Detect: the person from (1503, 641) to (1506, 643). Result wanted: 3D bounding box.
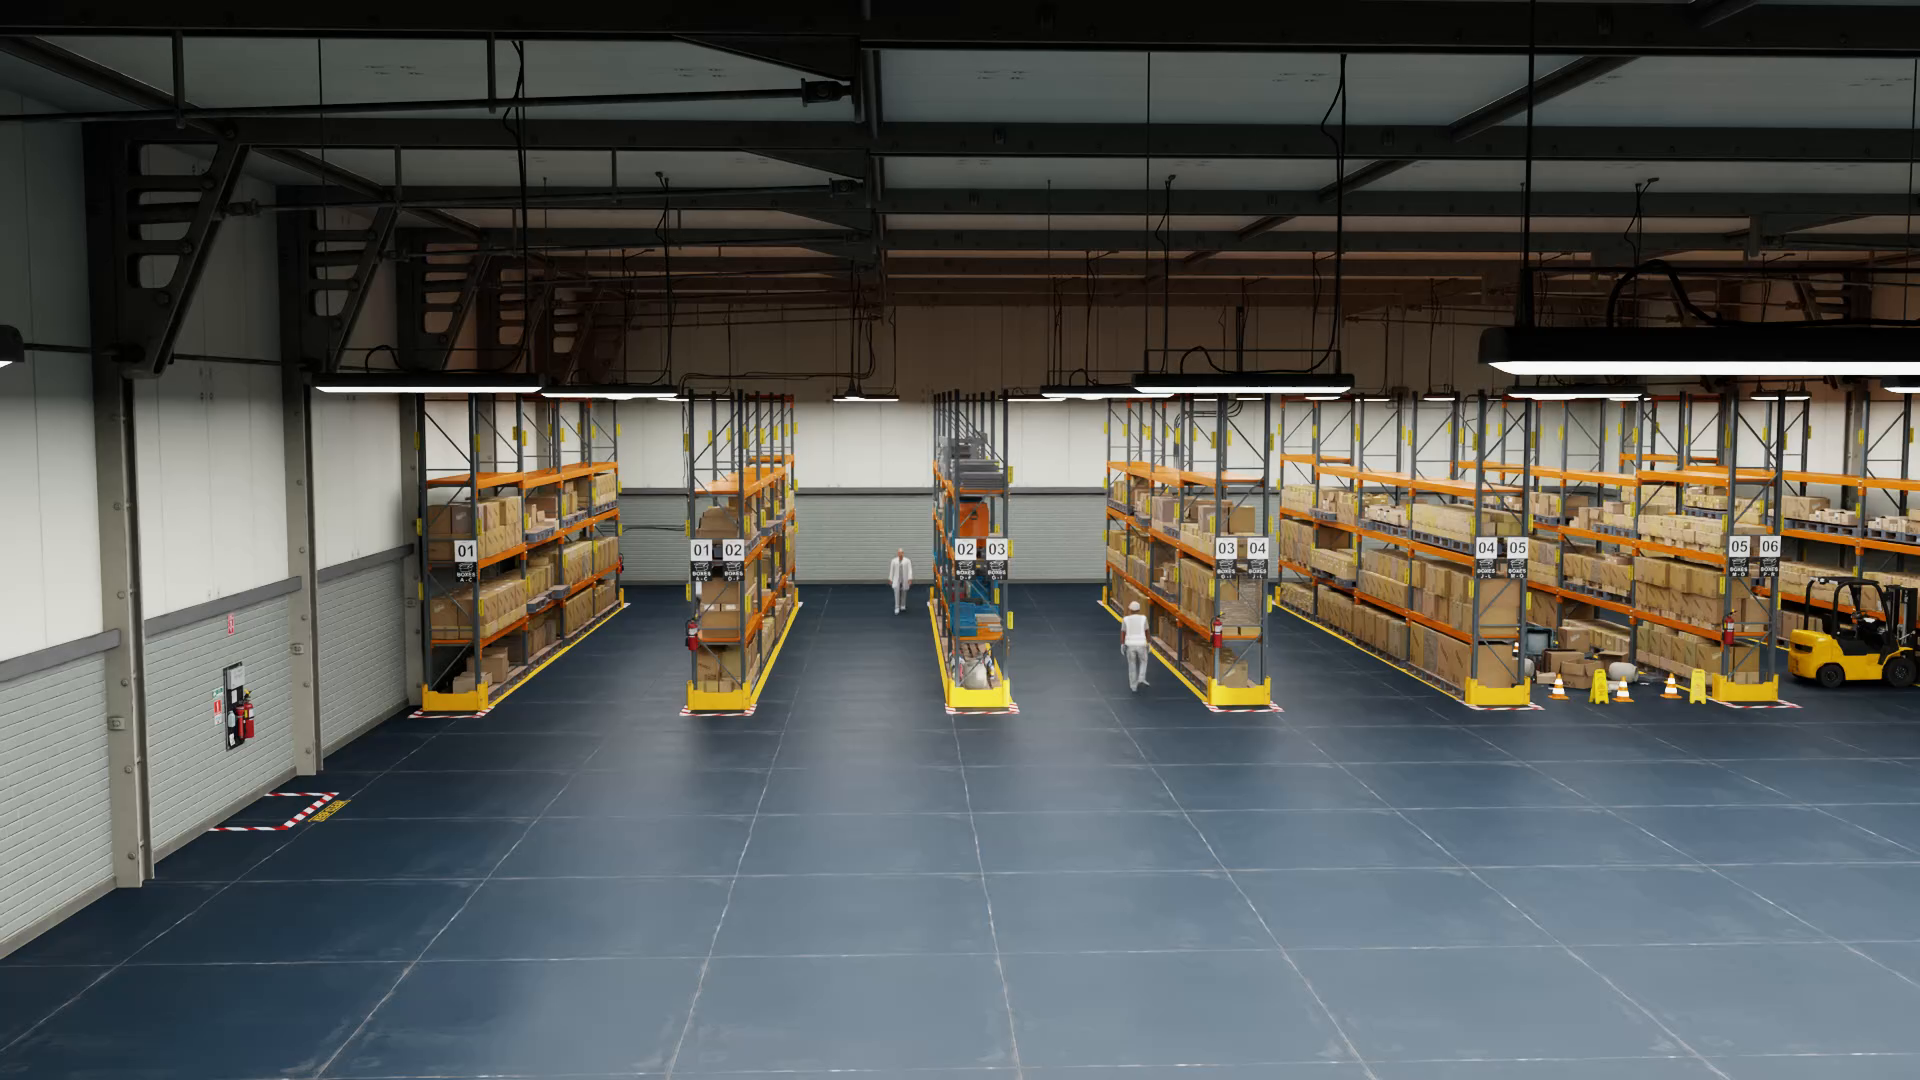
[{"bbox_3d":[12.777,1.701,39.444,0.521,1.698,0.435,-3,5,-29],"label":"person"}]

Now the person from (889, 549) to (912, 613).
[{"bbox_3d":[-1.632,1.110,45.675,0.655,1.718,1.102,0,5,-1],"label":"person"}]

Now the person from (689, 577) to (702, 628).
[{"bbox_3d":[-6.668,1.386,42.415,0.570,1.773,0.502,2,5,21],"label":"person"}]

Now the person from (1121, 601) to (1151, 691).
[{"bbox_3d":[3.513,2.116,33.273,0.597,1.775,0.479,1,5,7],"label":"person"}]
